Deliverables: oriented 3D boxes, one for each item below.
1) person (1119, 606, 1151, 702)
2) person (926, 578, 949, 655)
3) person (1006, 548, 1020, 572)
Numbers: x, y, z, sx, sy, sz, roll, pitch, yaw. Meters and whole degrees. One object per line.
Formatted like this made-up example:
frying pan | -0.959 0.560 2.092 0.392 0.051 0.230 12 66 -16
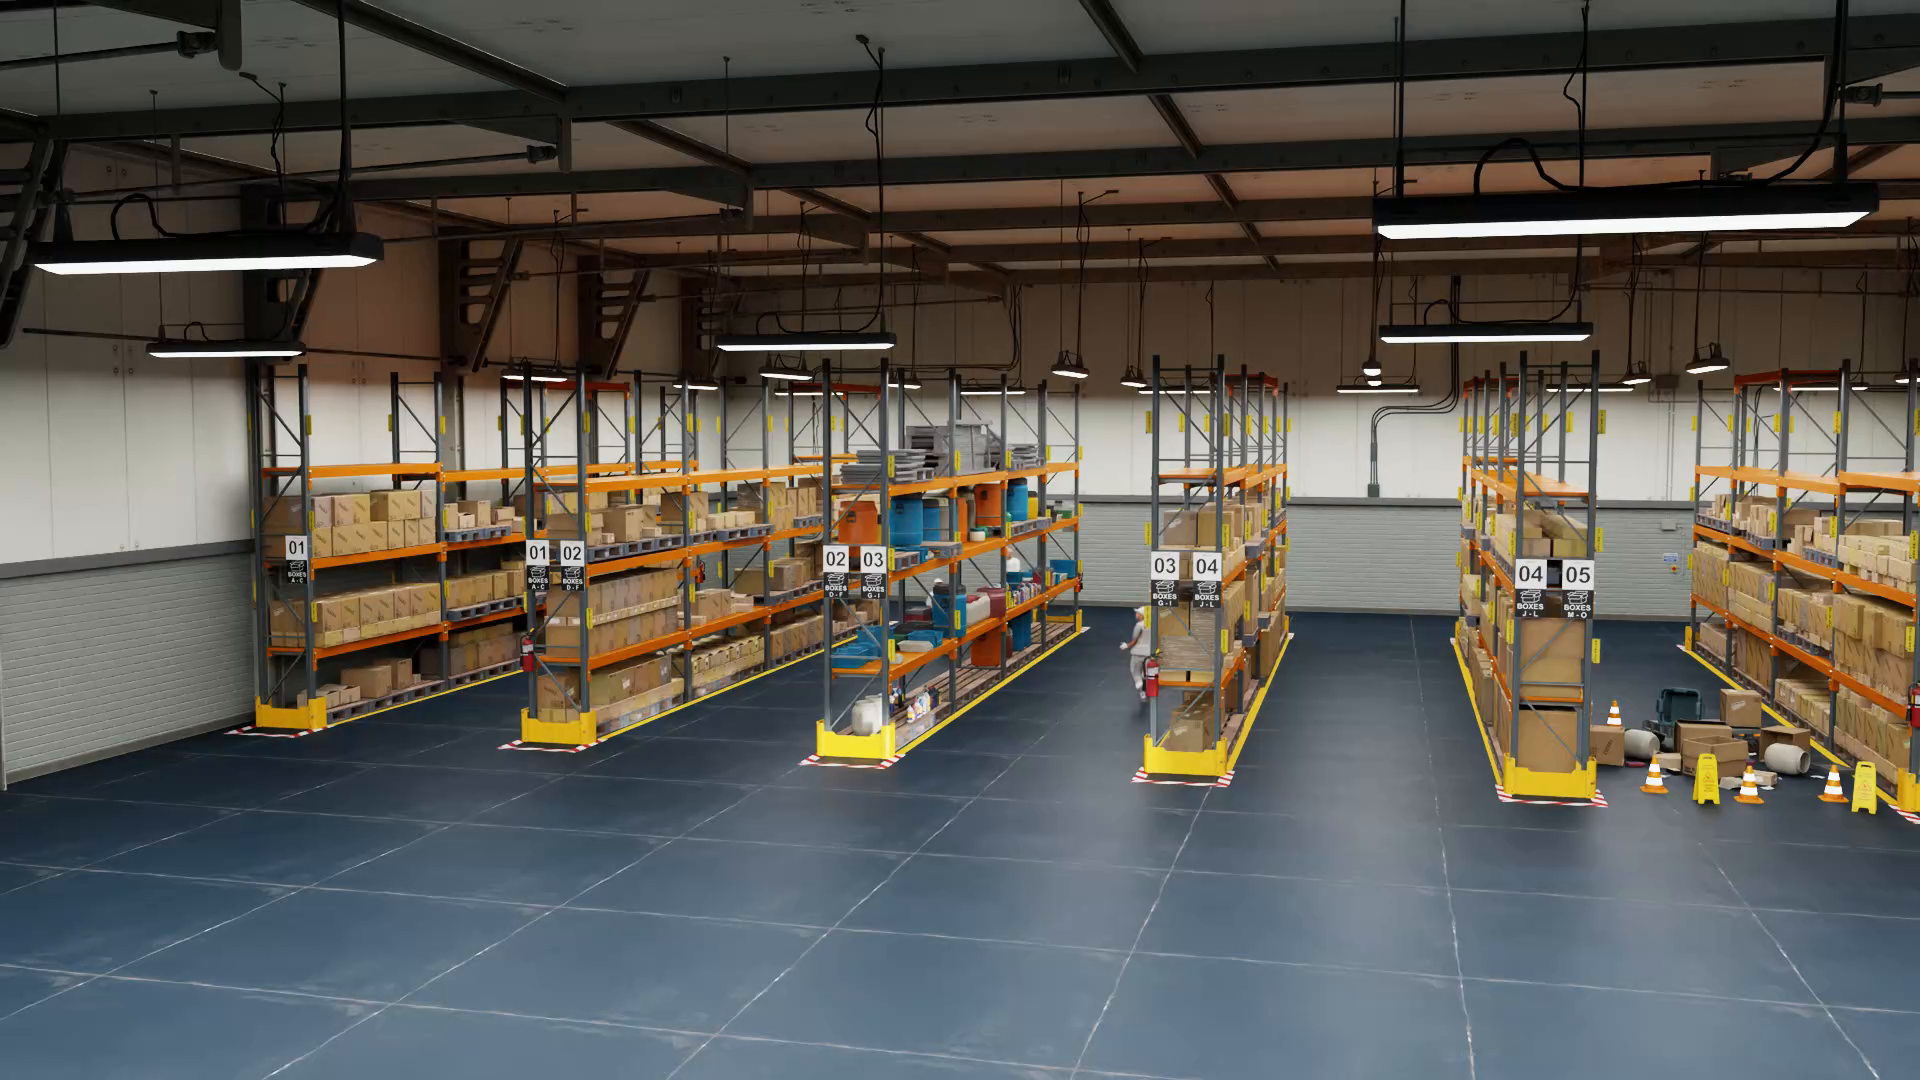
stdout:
person | 3.284 2.055 30.198 0.742 1.720 0.542 -2 4 -21
person | -0.441 1.661 35.585 0.671 1.676 1.060 1 4 13
person | 1.314 1.094 44.069 1.097 1.744 0.672 -3 5 -38
